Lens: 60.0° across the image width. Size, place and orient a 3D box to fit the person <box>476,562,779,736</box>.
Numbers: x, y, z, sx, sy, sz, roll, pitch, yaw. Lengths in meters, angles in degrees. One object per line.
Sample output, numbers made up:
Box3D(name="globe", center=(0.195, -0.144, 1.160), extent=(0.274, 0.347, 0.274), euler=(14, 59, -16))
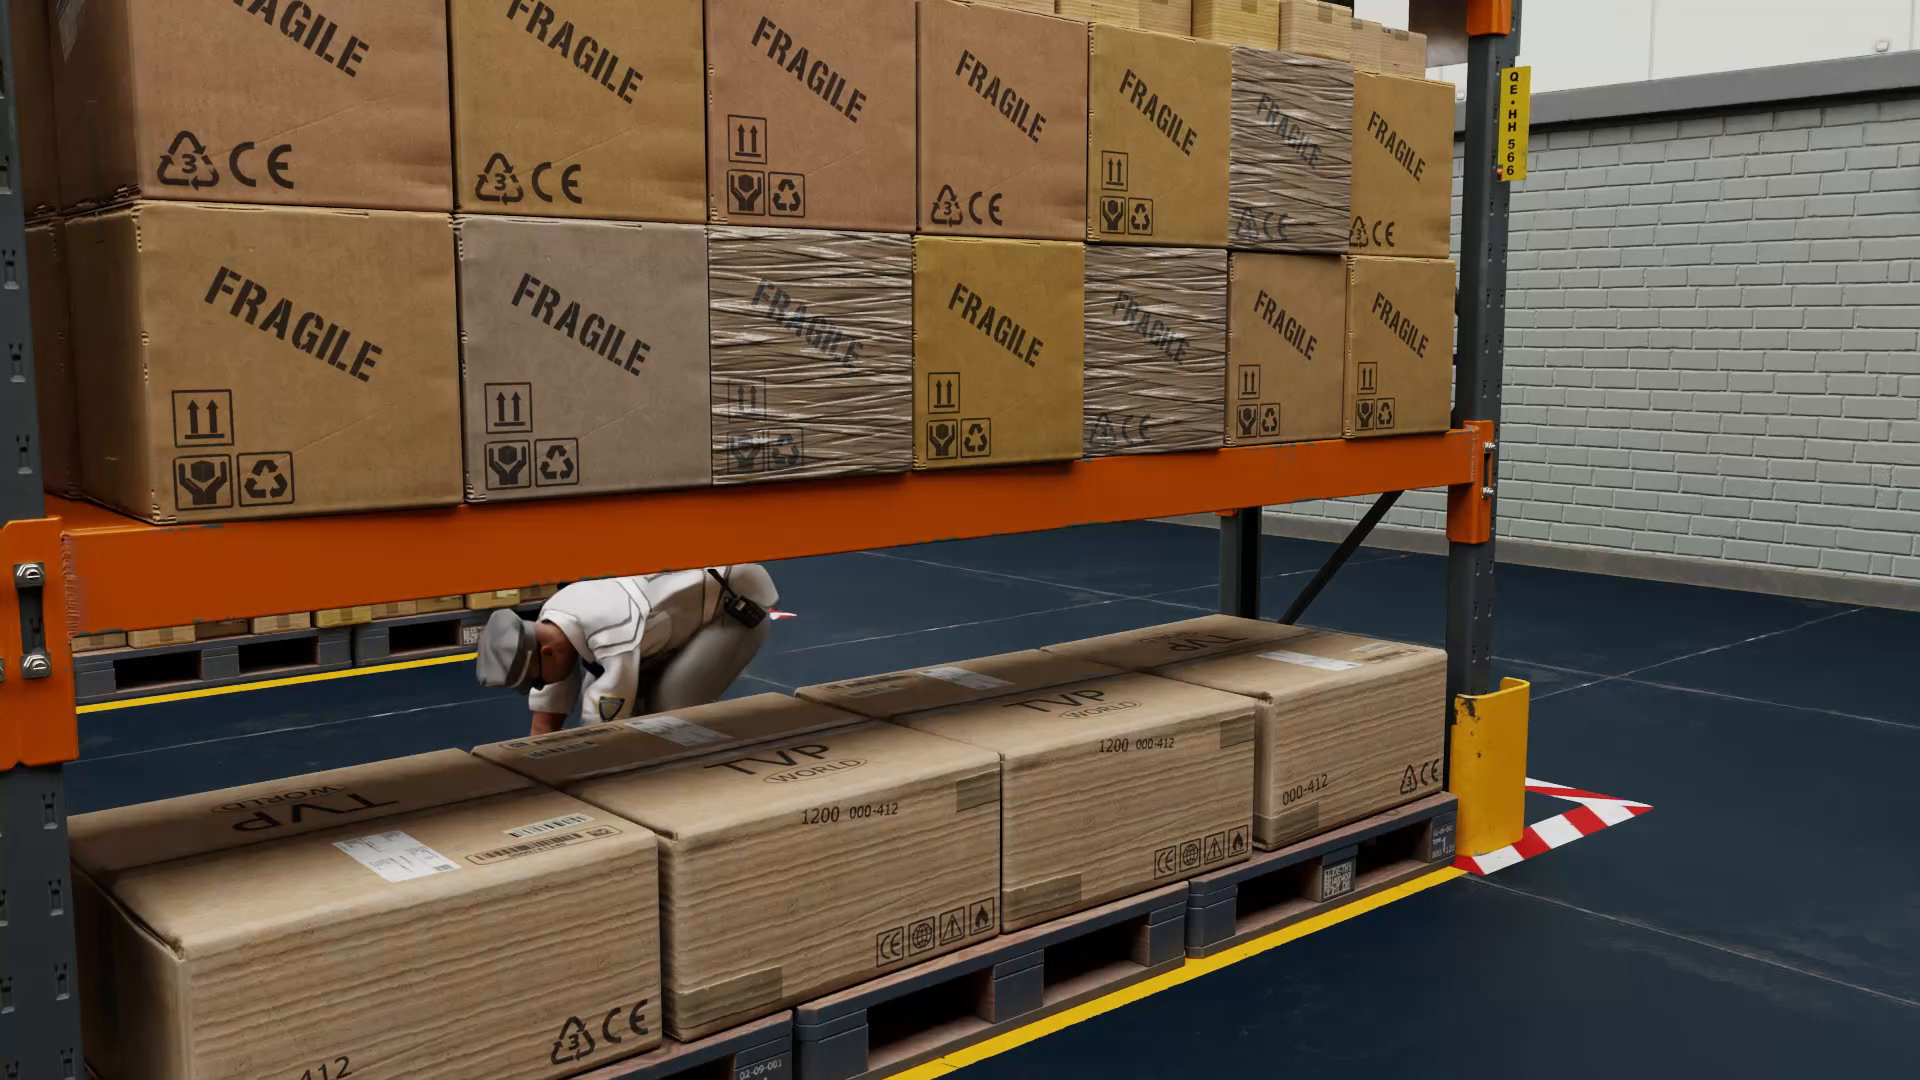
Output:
Box3D(name="person", center=(-1.047, 0.479, 5.285), extent=(1.024, 0.929, 0.541), euler=(-7, 10, -43))
